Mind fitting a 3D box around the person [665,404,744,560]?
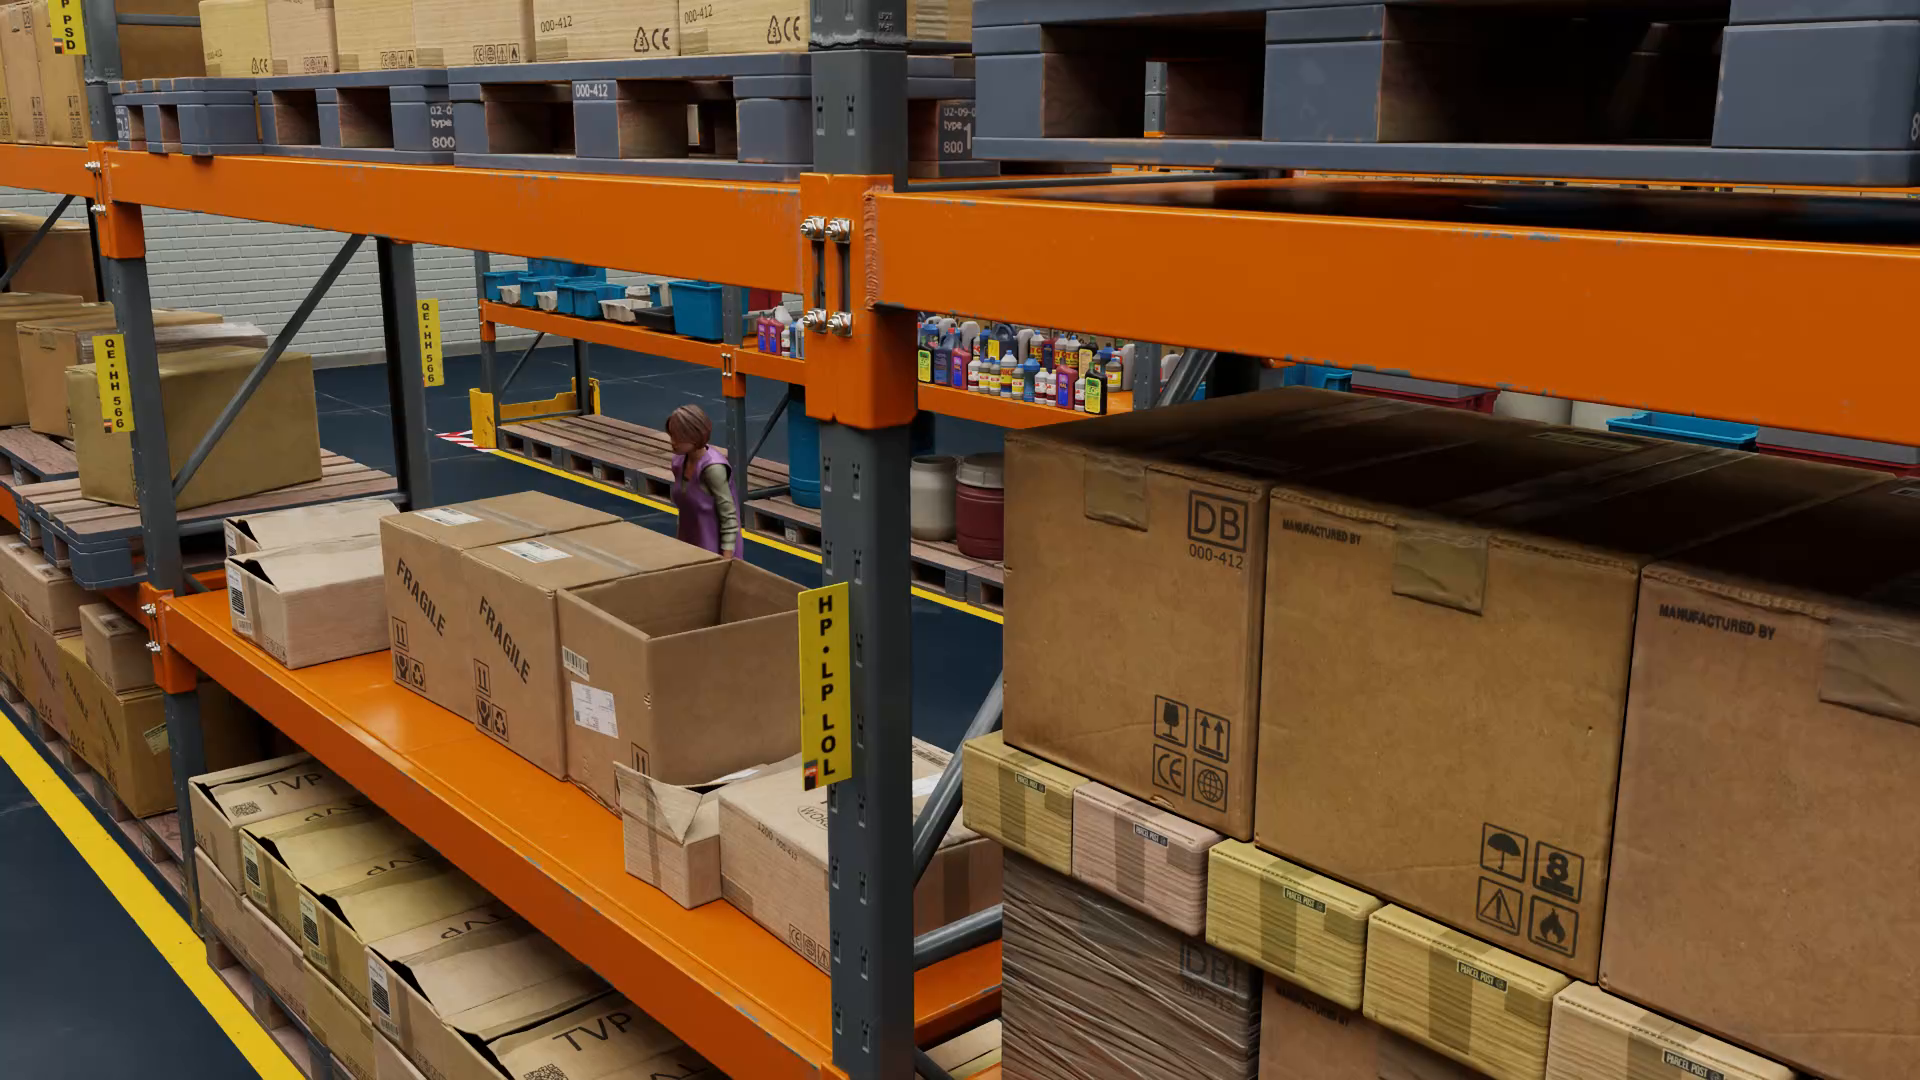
[{"bbox_3d":[-1.238,0.126,8.038,0.349,1.592,0.466,-12,19,-40],"label":"person"}]
